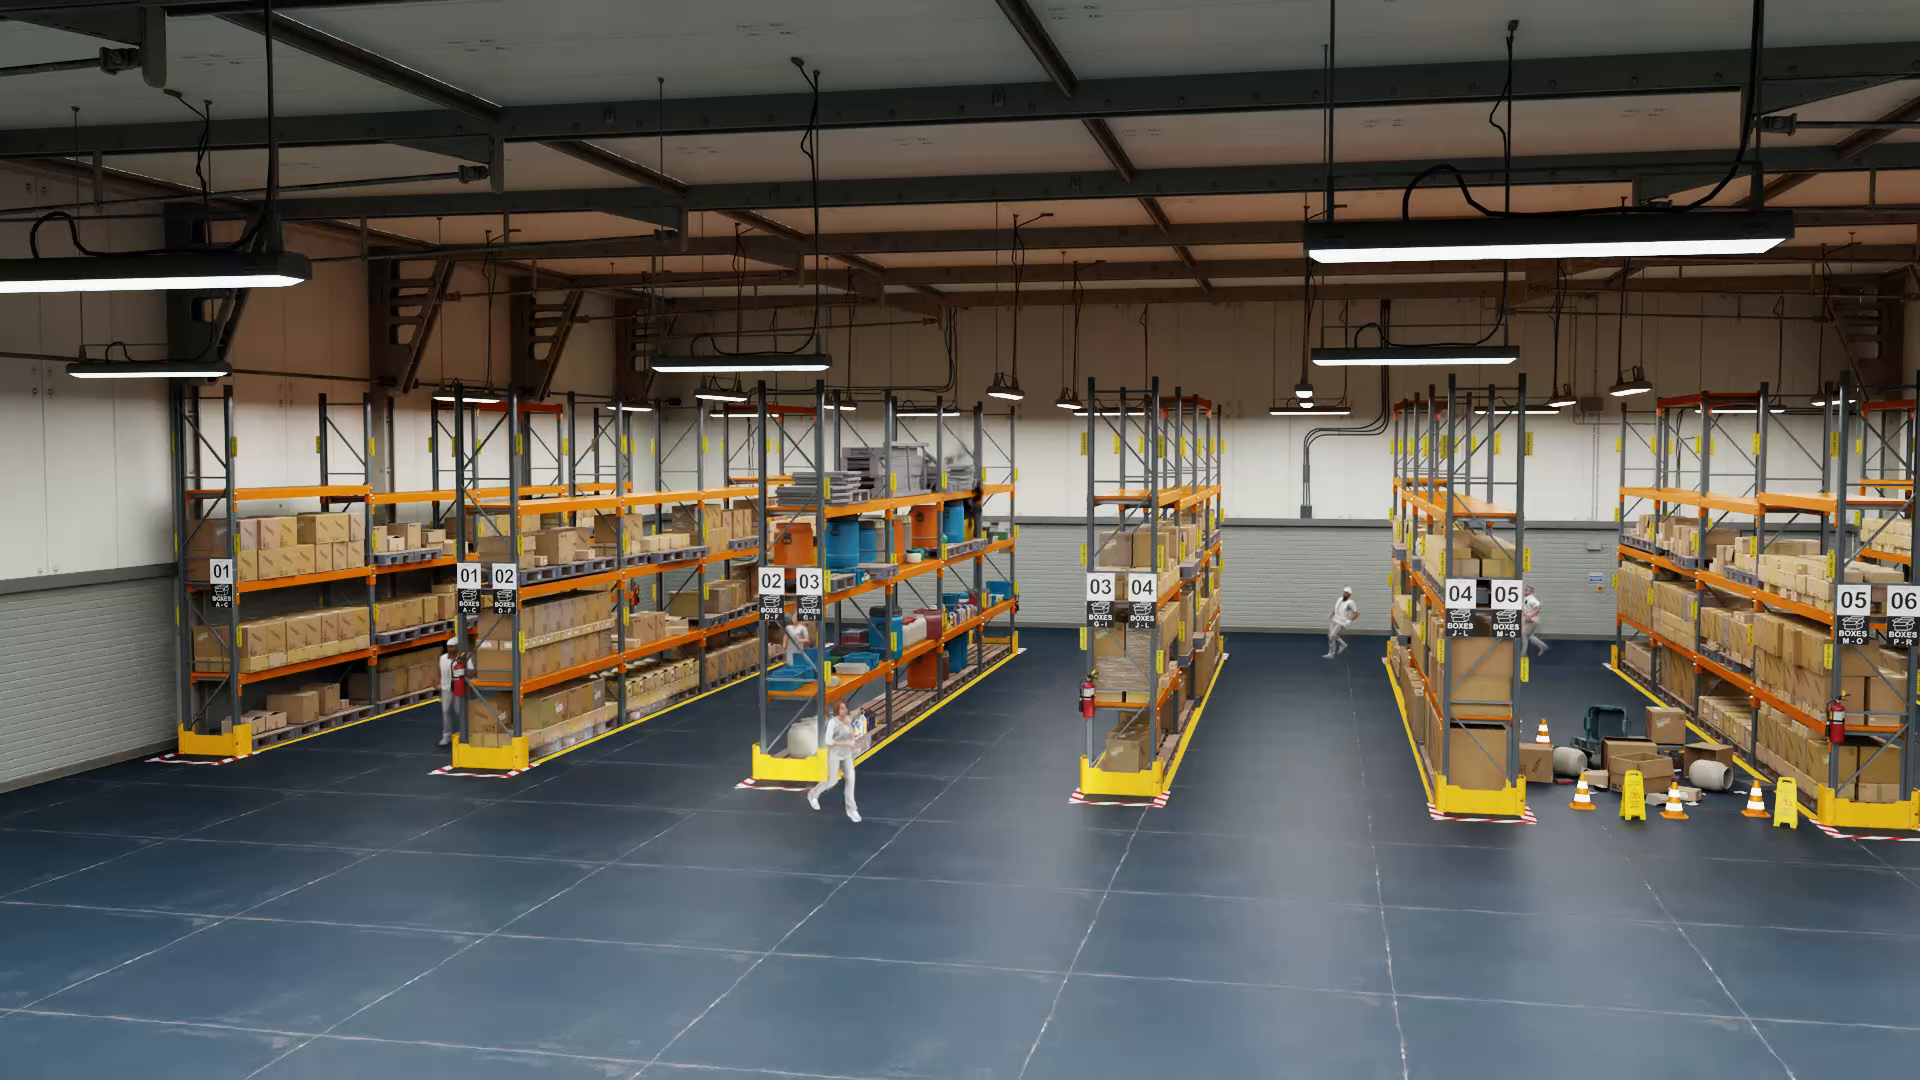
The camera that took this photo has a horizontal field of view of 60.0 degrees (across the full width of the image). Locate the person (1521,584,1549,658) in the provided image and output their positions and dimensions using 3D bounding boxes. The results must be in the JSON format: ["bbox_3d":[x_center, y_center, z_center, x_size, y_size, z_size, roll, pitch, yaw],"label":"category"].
[{"bbox_3d":[13.477,1.932,39.213,0.837,1.798,0.687,1,3,12],"label":"person"}]

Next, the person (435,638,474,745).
[{"bbox_3d":[-8.551,2.530,28.116,0.718,1.760,0.900,0,3,8],"label":"person"}]

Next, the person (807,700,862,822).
[{"bbox_3d":[-1.661,2.949,22.420,0.885,1.611,0.550,3,4,44],"label":"person"}]

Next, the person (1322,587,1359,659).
[{"bbox_3d":[8.947,1.959,39.165,0.696,1.698,0.753,-1,3,-19],"label":"person"}]

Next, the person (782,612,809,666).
[{"bbox_3d":[-3.232,2.239,32.669,0.560,1.663,0.960,0,3,5],"label":"person"}]
